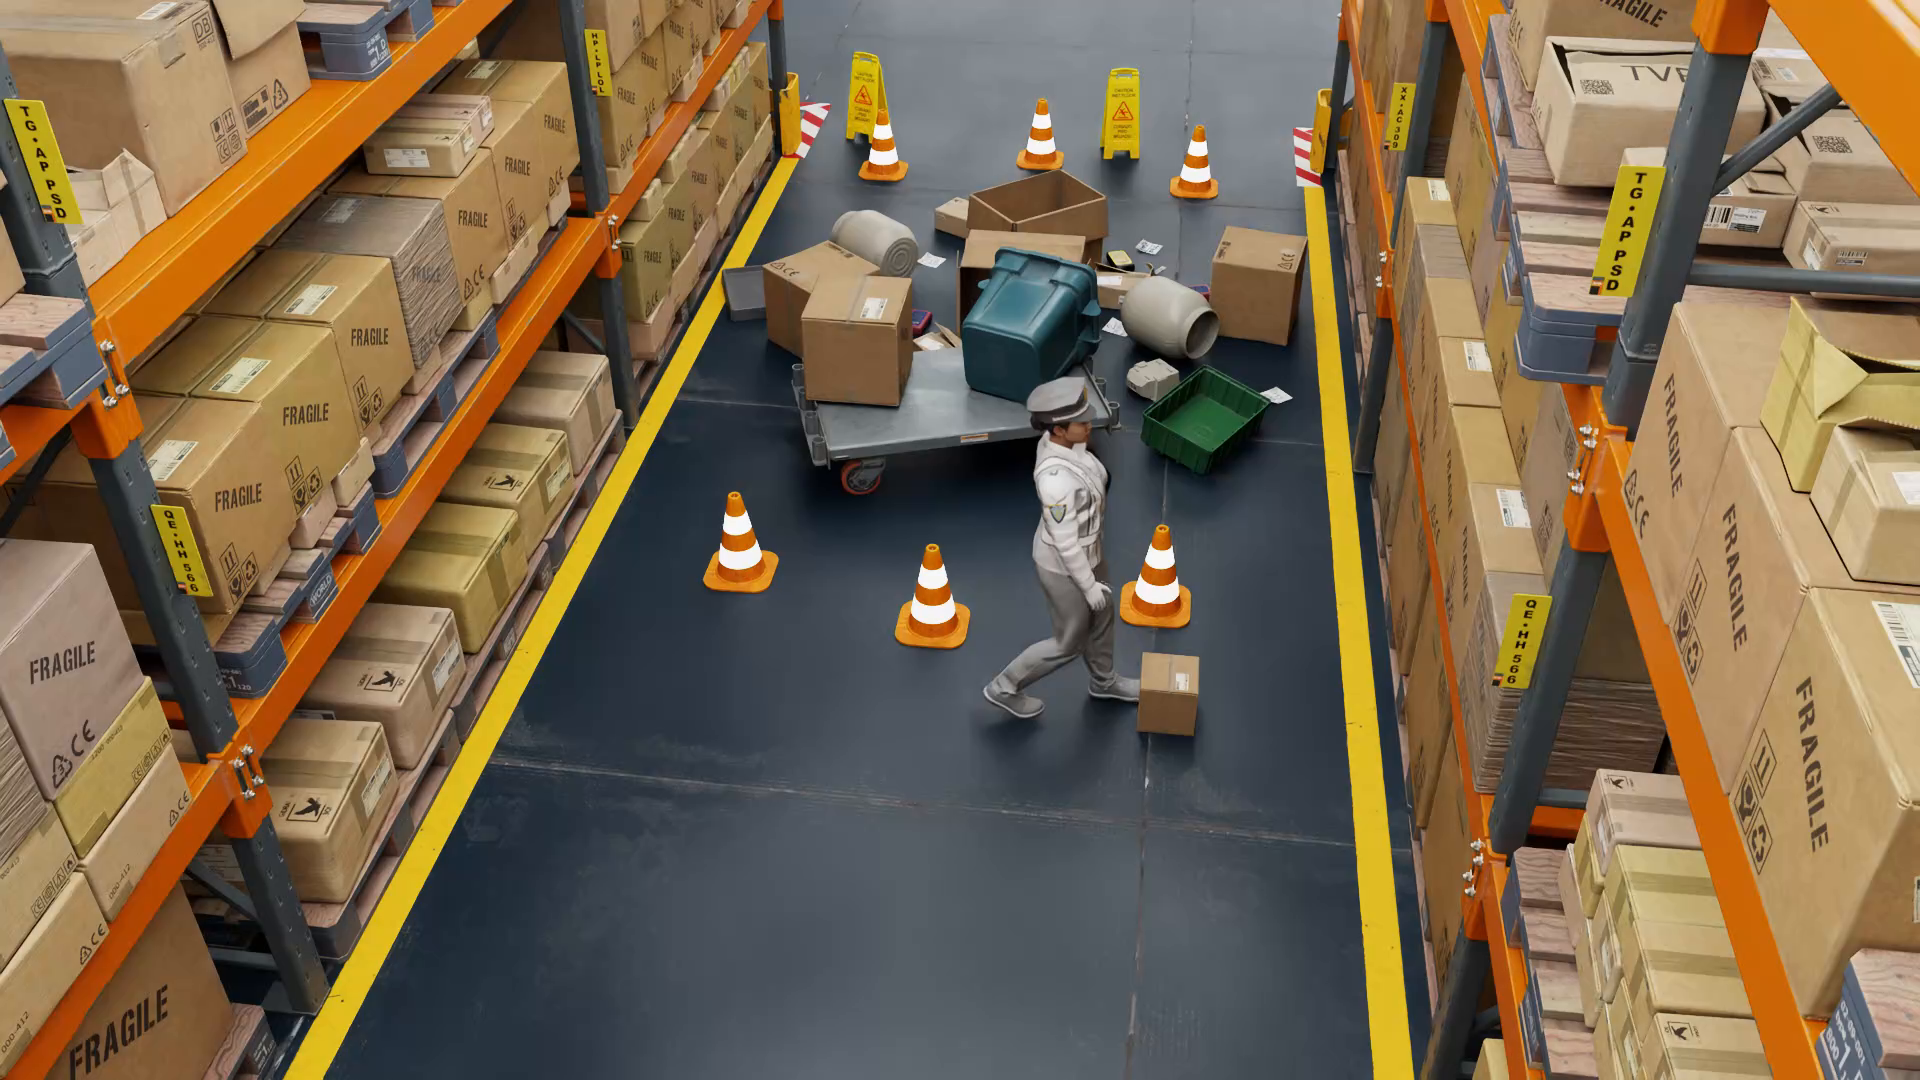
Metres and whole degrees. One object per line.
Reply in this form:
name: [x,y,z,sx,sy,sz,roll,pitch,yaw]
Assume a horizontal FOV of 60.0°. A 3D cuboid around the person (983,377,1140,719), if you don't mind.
person: [0.481,0.067,6.931,0.739,1.659,0.492,5,37,6]
